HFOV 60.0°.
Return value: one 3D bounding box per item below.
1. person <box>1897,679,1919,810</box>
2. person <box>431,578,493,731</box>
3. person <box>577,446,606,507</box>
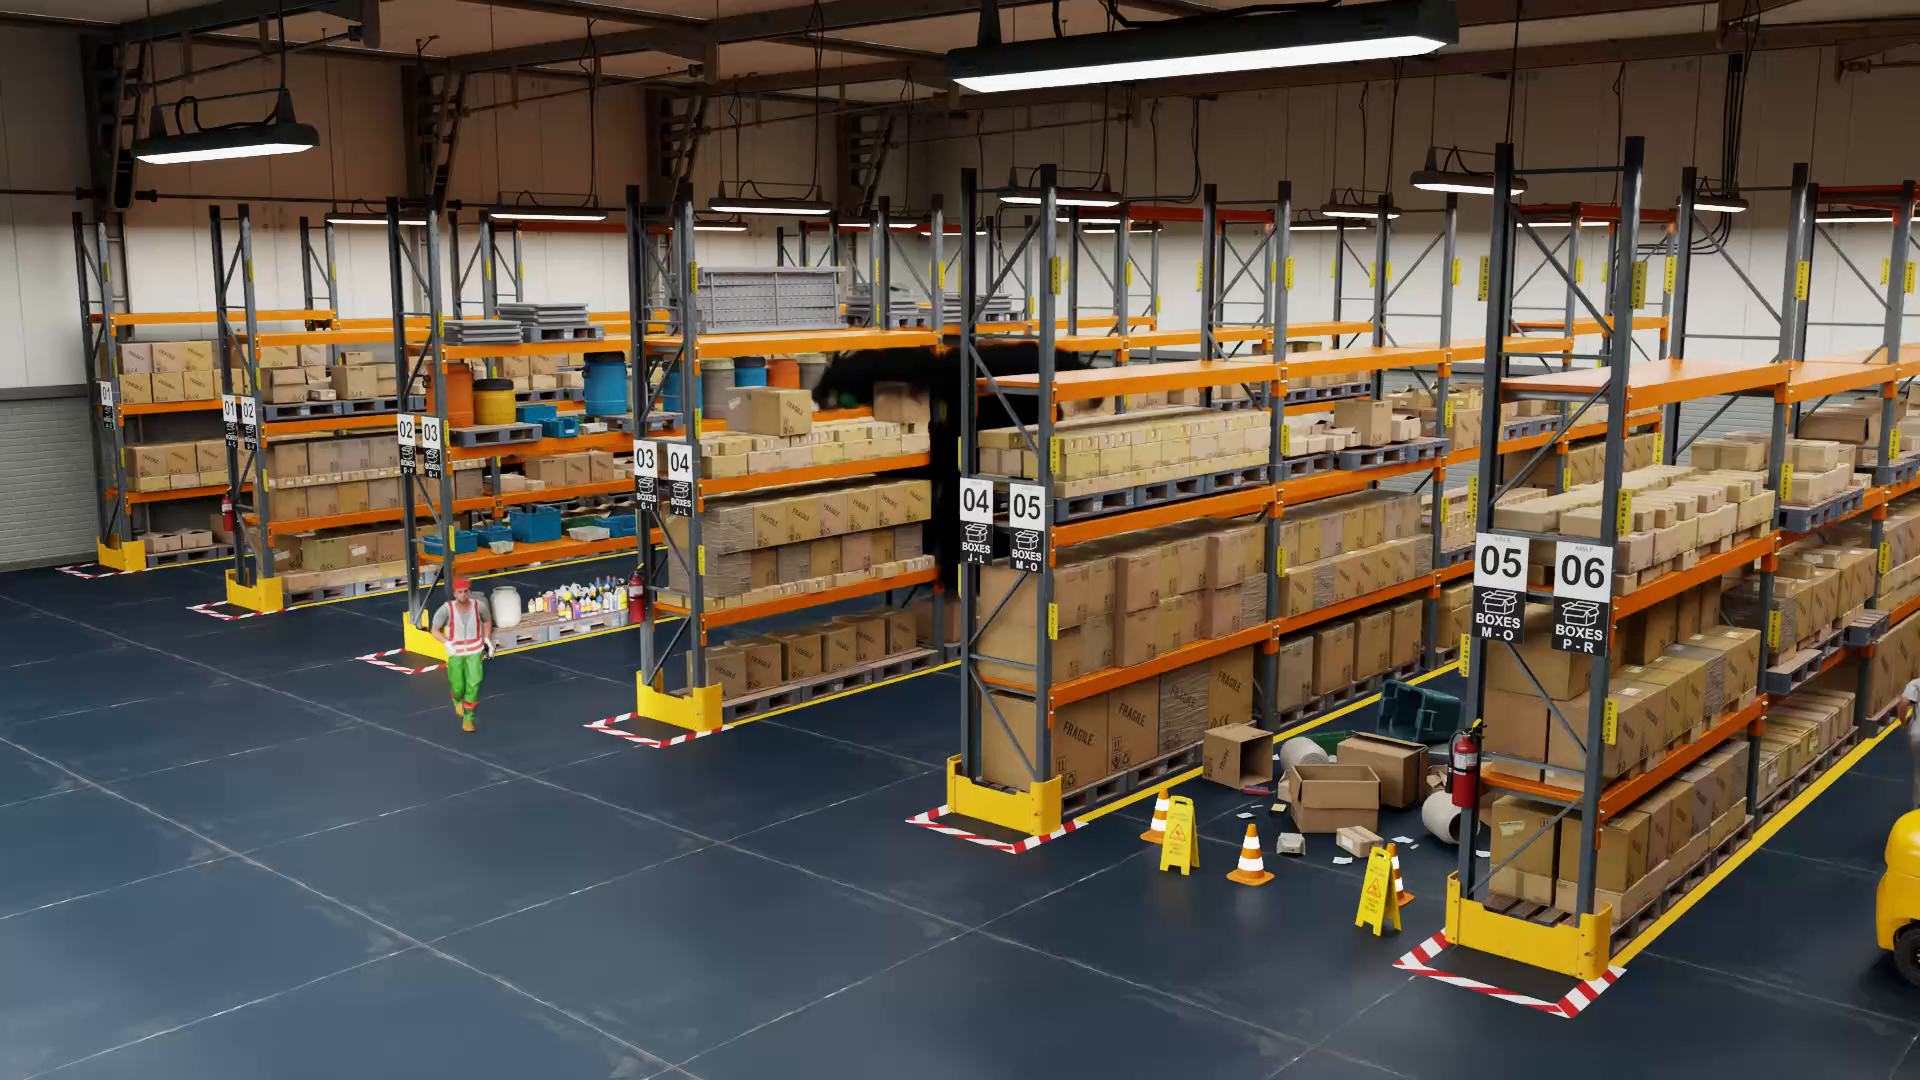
[{"bbox_3d":[8.941,1.856,15.340,0.559,1.617,0.735,7,12,36],"label":"person"},{"bbox_3d":[-5.566,1.251,18.607,0.651,1.737,0.790,-4,10,-21],"label":"person"},{"bbox_3d":[-7.384,-1.179,33.241,0.558,1.748,0.849,5,11,29],"label":"person"}]
